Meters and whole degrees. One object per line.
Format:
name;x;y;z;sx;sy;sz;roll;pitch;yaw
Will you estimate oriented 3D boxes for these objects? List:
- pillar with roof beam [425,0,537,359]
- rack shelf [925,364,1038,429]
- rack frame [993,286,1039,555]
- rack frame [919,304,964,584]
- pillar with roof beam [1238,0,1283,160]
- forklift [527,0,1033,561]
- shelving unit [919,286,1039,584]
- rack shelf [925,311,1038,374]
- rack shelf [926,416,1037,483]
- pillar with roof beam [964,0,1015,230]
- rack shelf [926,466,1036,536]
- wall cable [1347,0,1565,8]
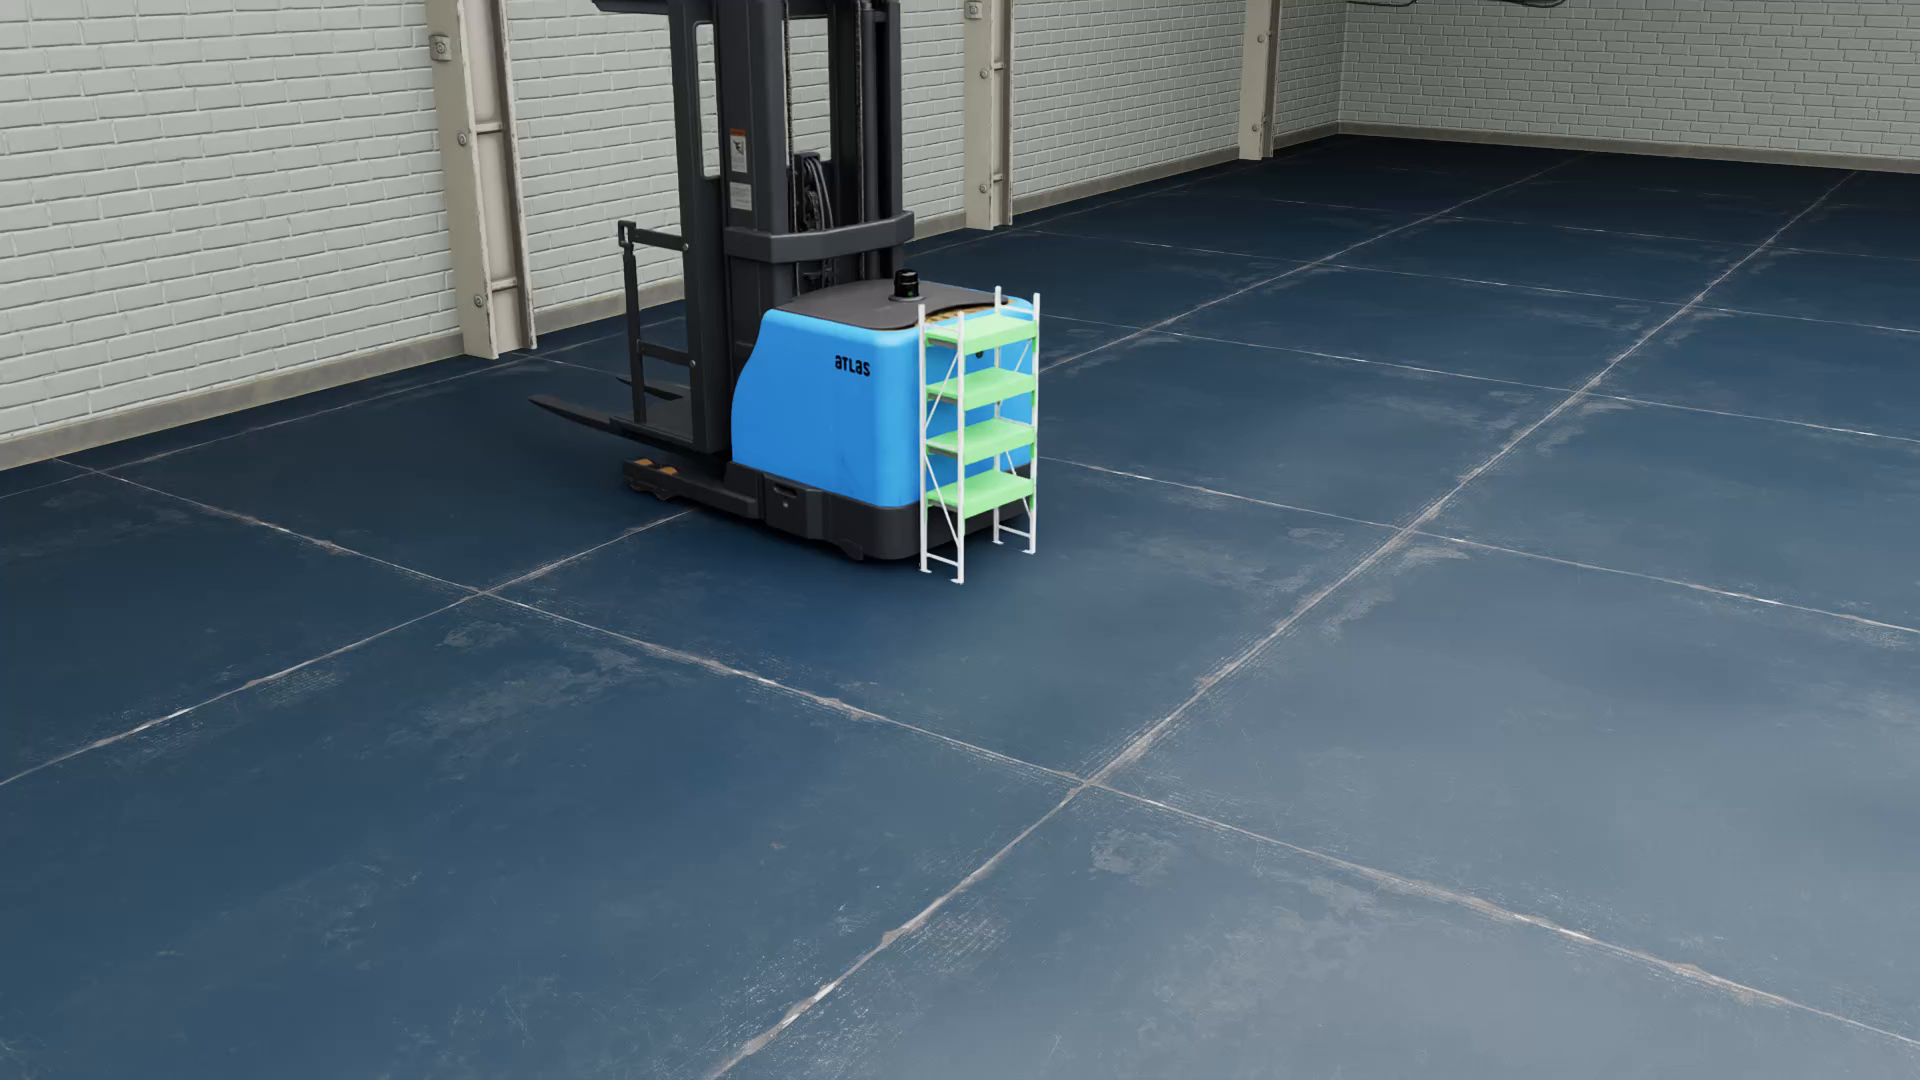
pillar with roof beam;0.455;-4.661;7.395;9.100;9.000;0.400;13;24;32
rack shelf;0.085;-0.627;7.223;0.258;0.148;0.480;17;27;39
rack frame;0.249;-0.525;7.454;0.240;1.200;0.015;17;27;39
rack frame;-0.079;-0.399;7.115;0.240;1.200;0.015;17;27;39
pillar with roof beam;7.200;-8.104;16.703;9.100;9.000;0.400;13;24;32
forklift;-1.069;-1.691;8.113;3.031;2.935;1.130;17;27;39
shelving unit;0.085;-0.462;7.285;0.258;1.200;0.503;17;27;39
rack shelf;0.085;-0.852;7.140;0.258;0.148;0.480;17;27;39
rack shelf;0.085;-0.402;7.307;0.258;0.148;0.480;17;27;39
pillar with roof beam;3.827;-6.383;12.049;9.100;9.000;0.400;13;24;32
rack shelf;0.085;-0.177;7.390;0.258;0.148;0.480;17;27;39
wall cable;6.390;-8.075;21.099;3.097;2.526;0.112;13;24;32
